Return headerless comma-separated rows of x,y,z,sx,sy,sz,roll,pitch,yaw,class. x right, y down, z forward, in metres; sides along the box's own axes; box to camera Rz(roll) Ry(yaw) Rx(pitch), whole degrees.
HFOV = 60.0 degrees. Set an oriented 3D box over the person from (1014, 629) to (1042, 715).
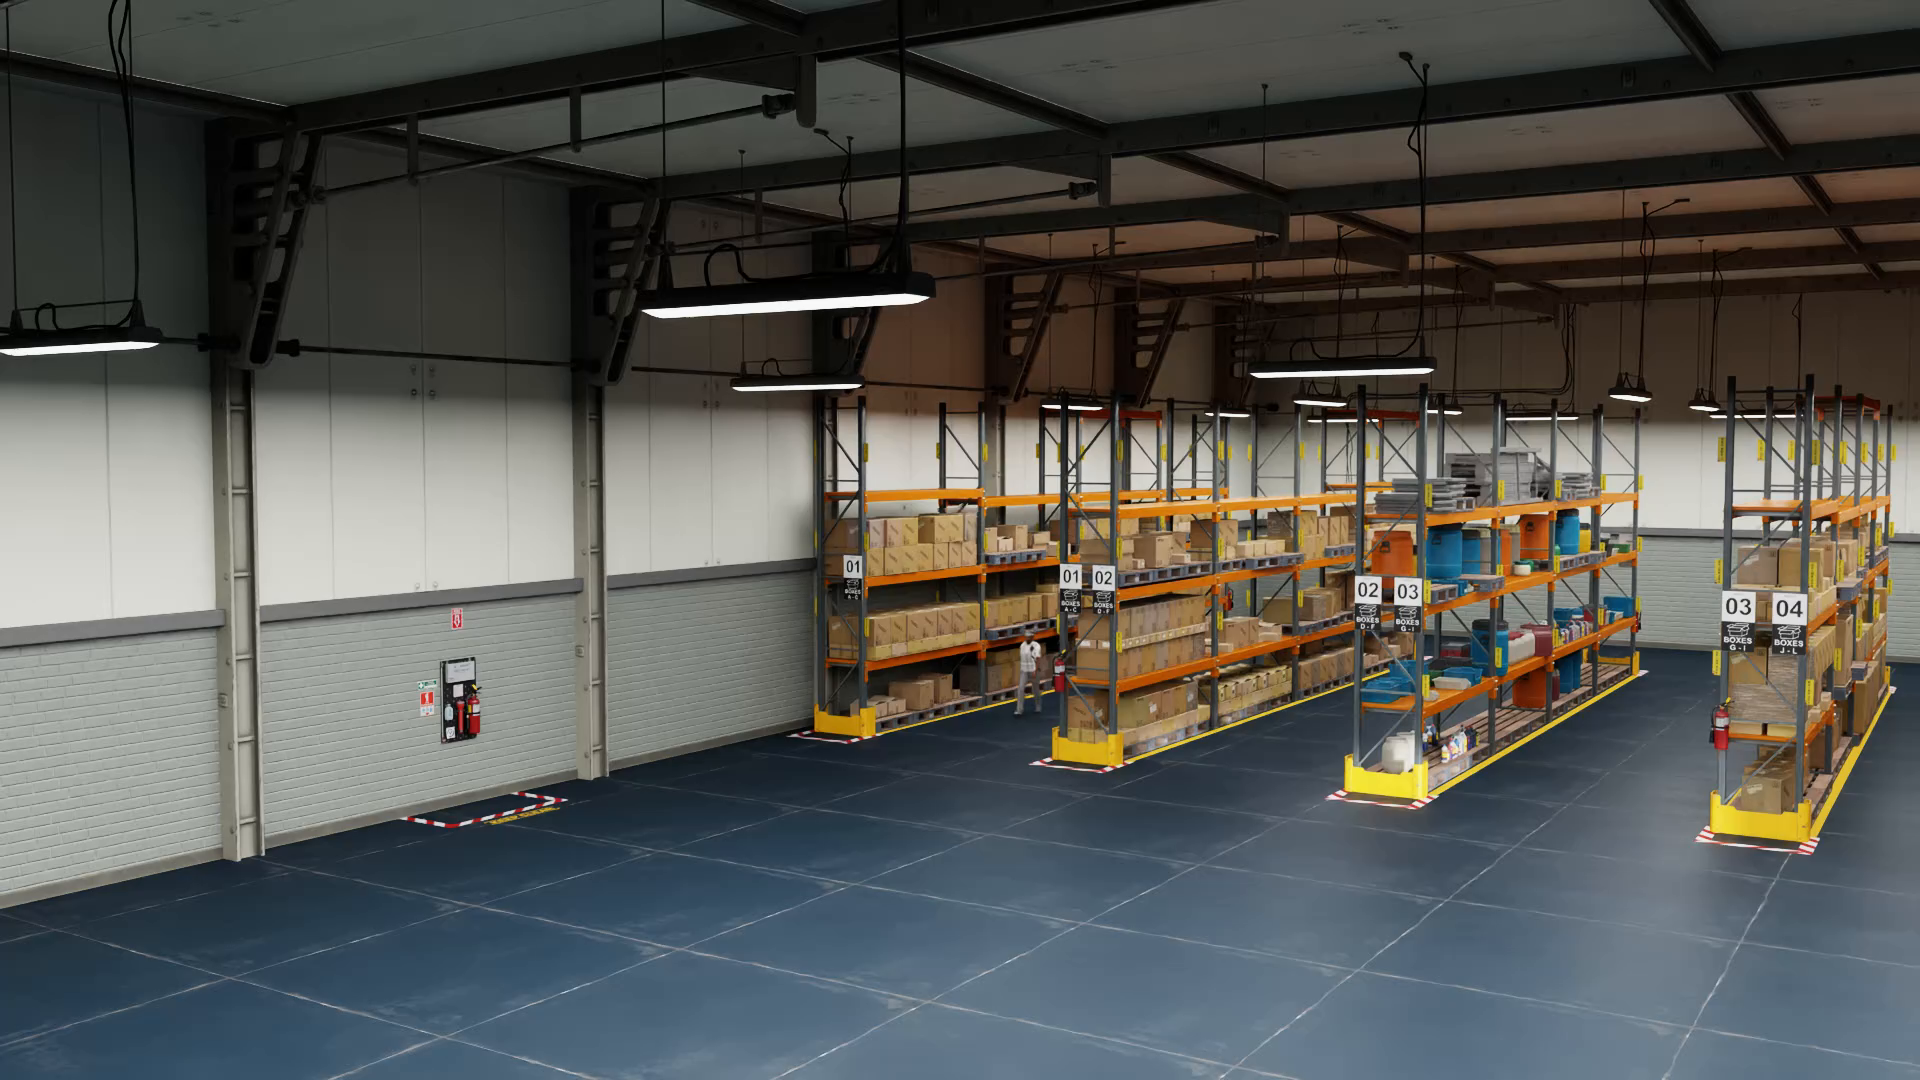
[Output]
1.312,2.510,31.655,0.464,1.612,0.992,1,3,22,person
